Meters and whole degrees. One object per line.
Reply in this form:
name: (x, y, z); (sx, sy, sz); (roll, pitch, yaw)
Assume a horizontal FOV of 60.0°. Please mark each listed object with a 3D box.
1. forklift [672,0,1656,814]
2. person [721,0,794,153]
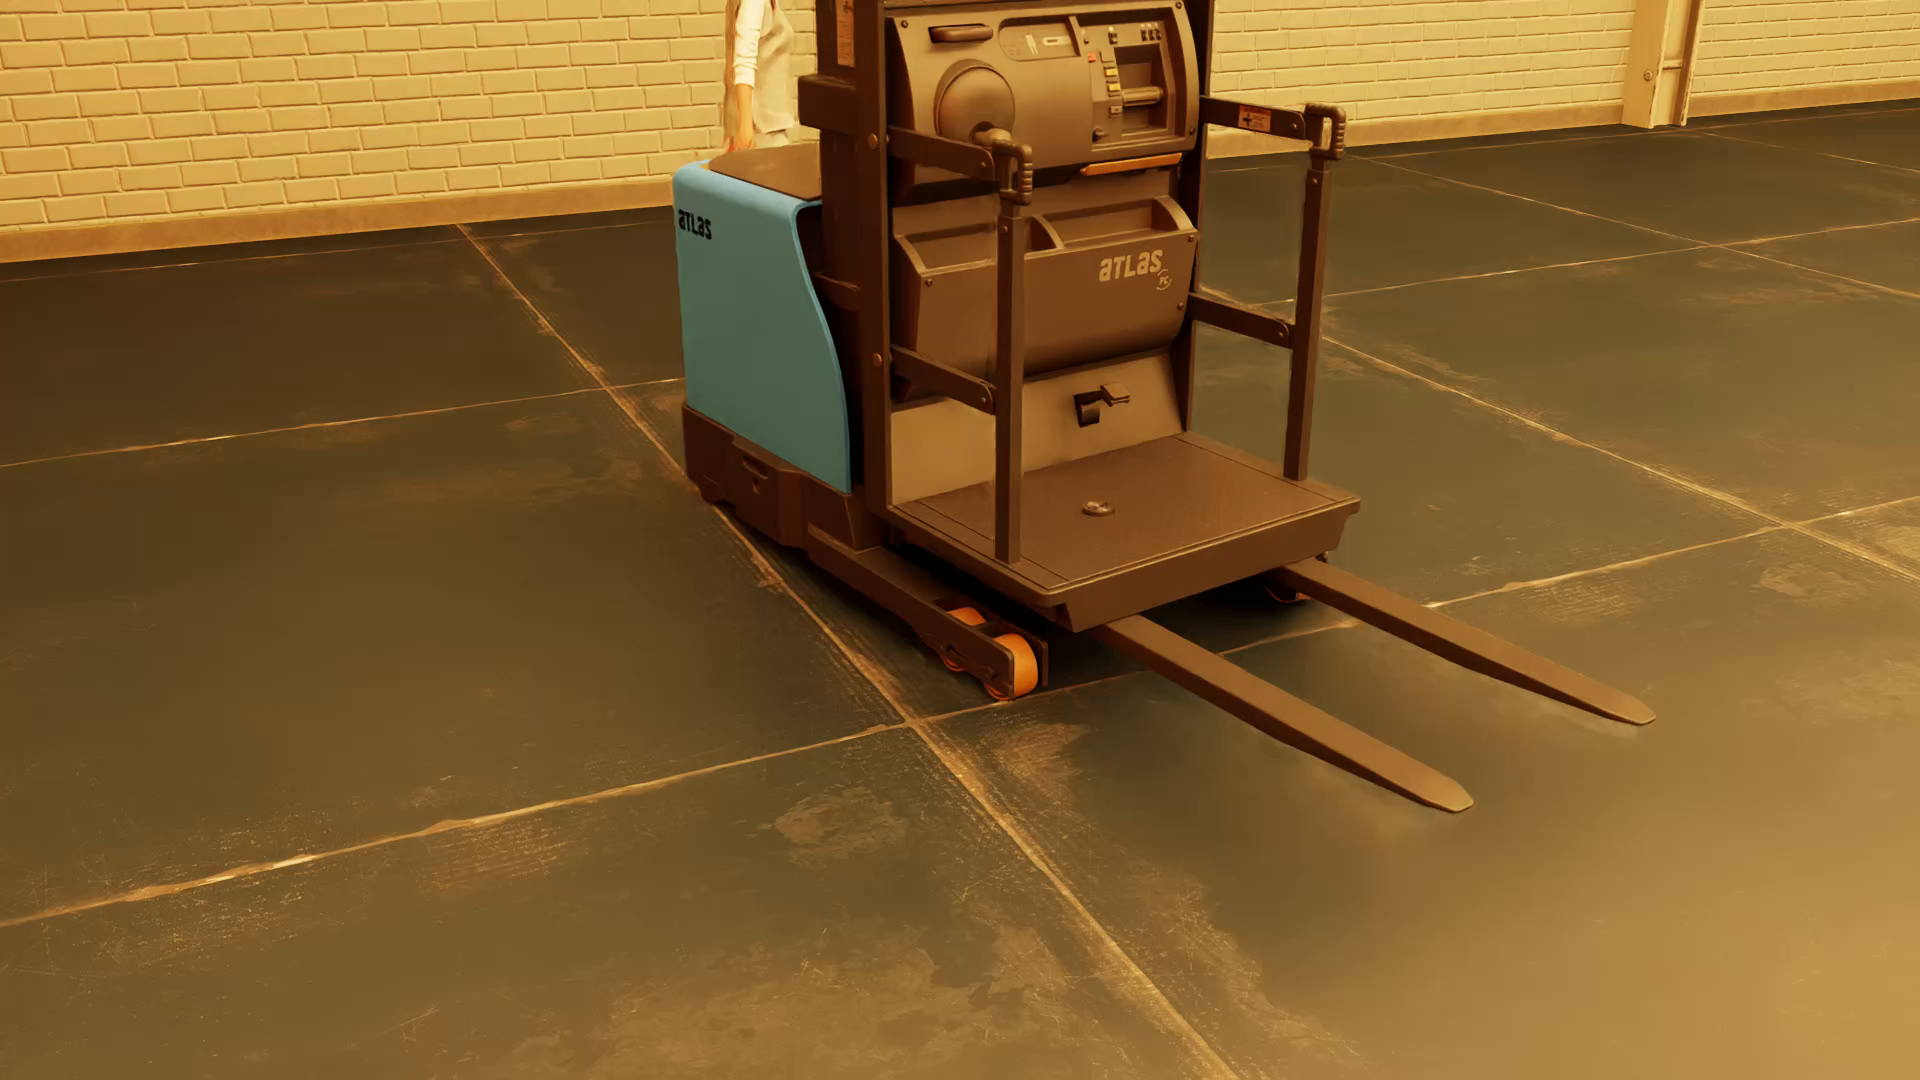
forklift: (0.364, -1.164, 4.088); (1.130, 2.935, 3.031); (-15, 27, -32)
person: (-0.832, -1.627, 6.515); (0.438, 1.499, 0.722); (-3, 23, -8)
